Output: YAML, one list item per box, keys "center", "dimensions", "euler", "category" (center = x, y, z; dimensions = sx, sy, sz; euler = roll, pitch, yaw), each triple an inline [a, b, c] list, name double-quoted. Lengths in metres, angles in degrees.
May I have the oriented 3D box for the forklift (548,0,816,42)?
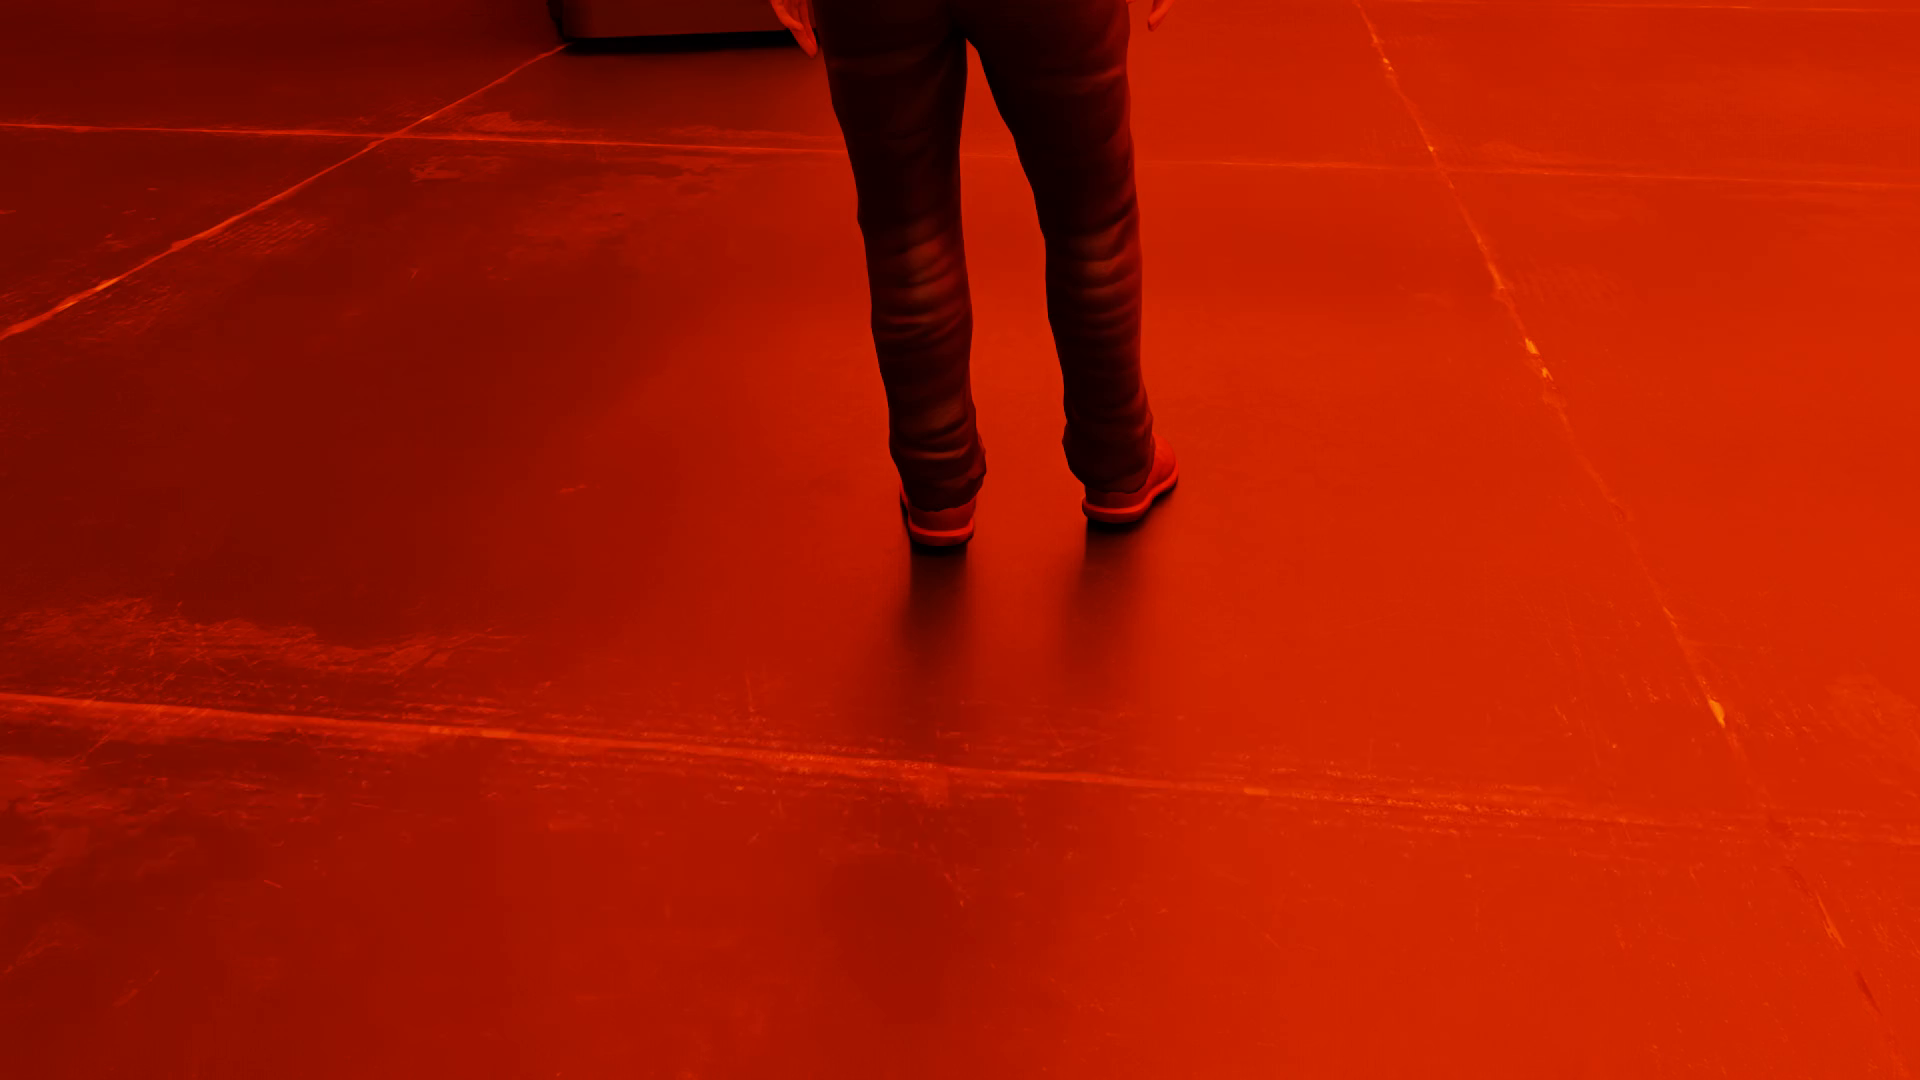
- center: [-1.250, -3.734, 6.702]
  dimensions: [1.130, 2.935, 3.031]
  euler: [-6, 27, -12]
  category: "forklift"

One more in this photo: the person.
- center: [0.035, -0.782, 2.206]
  dimensions: [0.598, 1.651, 0.502]
  euler: [3, 27, 7]
  category: "person"
